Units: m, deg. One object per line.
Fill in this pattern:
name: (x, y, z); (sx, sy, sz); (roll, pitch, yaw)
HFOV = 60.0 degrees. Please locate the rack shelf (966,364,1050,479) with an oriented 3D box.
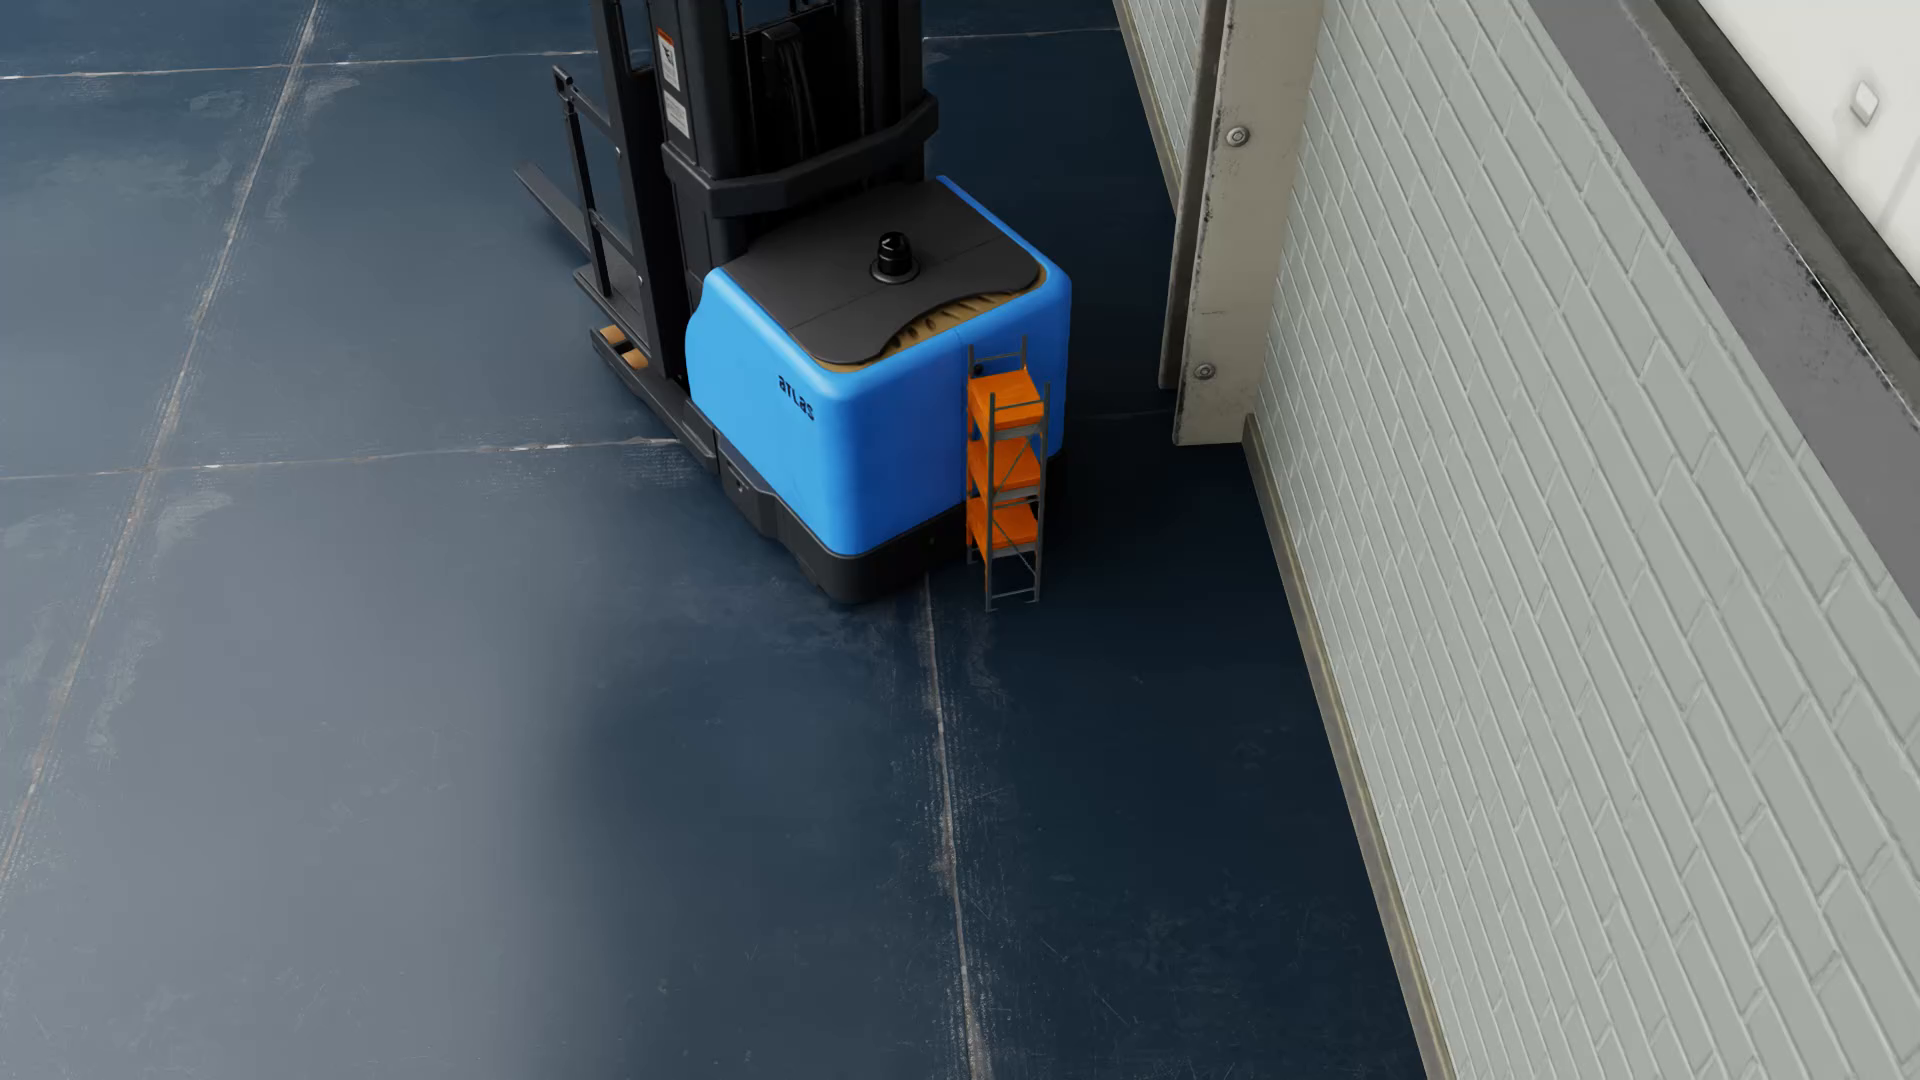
rack shelf: (0.156, -0.394, 5.524); (0.215, 0.259, 0.240); (-12, 48, -11)

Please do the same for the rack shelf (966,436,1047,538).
rack shelf: (0.156, -0.199, 5.730); (0.215, 0.259, 0.240); (-12, 48, -11)

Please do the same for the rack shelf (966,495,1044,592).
rack shelf: (0.156, -0.008, 5.931); (0.215, 0.259, 0.240); (-12, 48, -11)

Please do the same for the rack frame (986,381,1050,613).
rack frame: (0.190, -0.121, 5.641); (0.200, 1.050, 0.008); (-12, 48, -11)

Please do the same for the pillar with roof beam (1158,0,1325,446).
pillar with roof beam: (-3.302, -3.361, 3.235); (9.100, 9.000, 0.400); (-3, 47, -3)

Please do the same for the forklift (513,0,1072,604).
forklift: (-0.873, -1.812, 5.948); (1.130, 2.935, 3.031); (-28, 53, -24)

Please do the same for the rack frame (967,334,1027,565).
rack frame: (0.123, -0.291, 5.803); (0.200, 1.050, 0.008); (-12, 48, -11)

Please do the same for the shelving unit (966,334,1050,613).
shelving unit: (0.156, -0.206, 5.722); (0.215, 1.050, 0.252); (-12, 48, -11)
